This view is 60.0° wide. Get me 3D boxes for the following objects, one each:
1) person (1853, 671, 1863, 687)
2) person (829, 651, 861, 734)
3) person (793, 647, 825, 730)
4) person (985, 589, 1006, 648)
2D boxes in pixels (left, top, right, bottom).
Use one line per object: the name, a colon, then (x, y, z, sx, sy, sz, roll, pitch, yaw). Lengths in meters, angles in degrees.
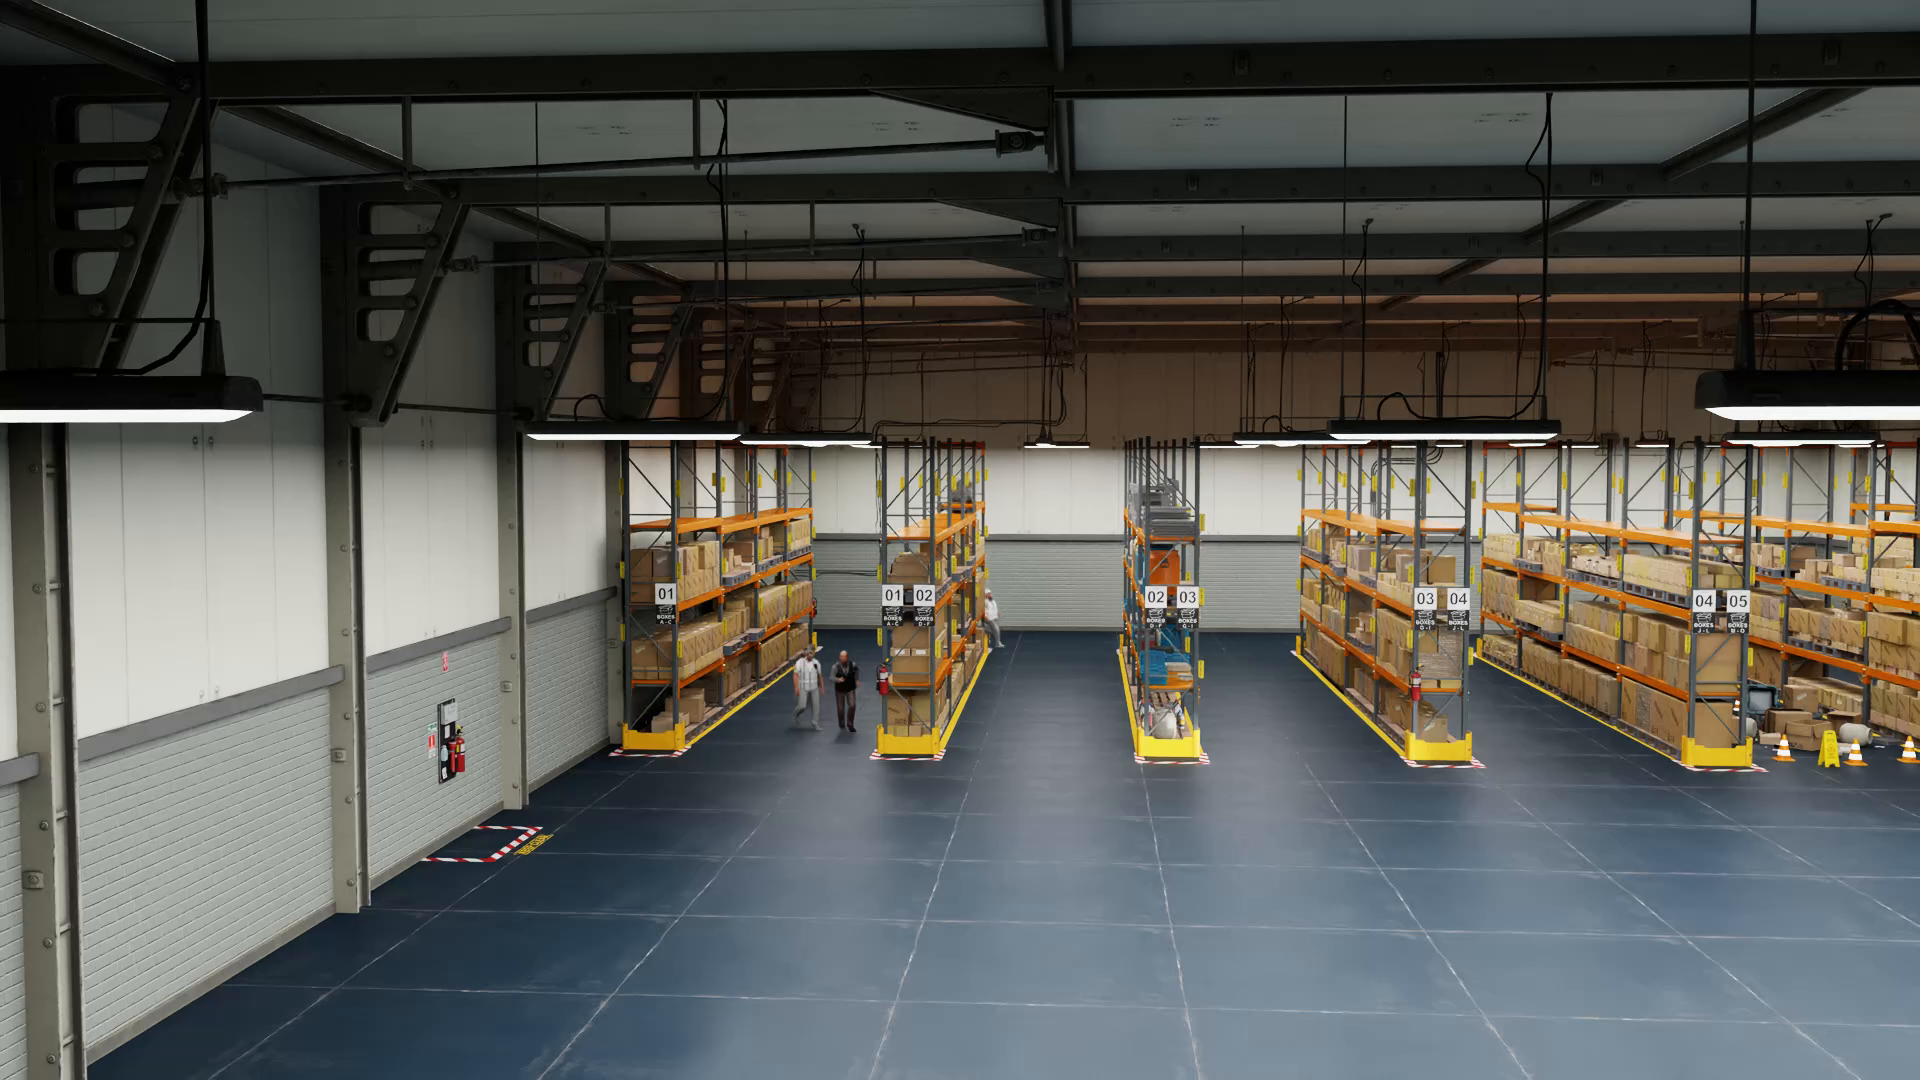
person: (21.038, 2.833, 38.883, 0.620, 1.609, 0.749, -1, 3, -13)
person: (-2.329, 3.081, 33.825, 0.645, 1.684, 0.971, 0, 3, -7)
person: (-3.119, 3.030, 34.188, 0.636, 1.735, 0.555, -1, 3, -20)
person: (0.881, 2.279, 48.378, 0.803, 1.718, 0.710, 2, 4, 37)
